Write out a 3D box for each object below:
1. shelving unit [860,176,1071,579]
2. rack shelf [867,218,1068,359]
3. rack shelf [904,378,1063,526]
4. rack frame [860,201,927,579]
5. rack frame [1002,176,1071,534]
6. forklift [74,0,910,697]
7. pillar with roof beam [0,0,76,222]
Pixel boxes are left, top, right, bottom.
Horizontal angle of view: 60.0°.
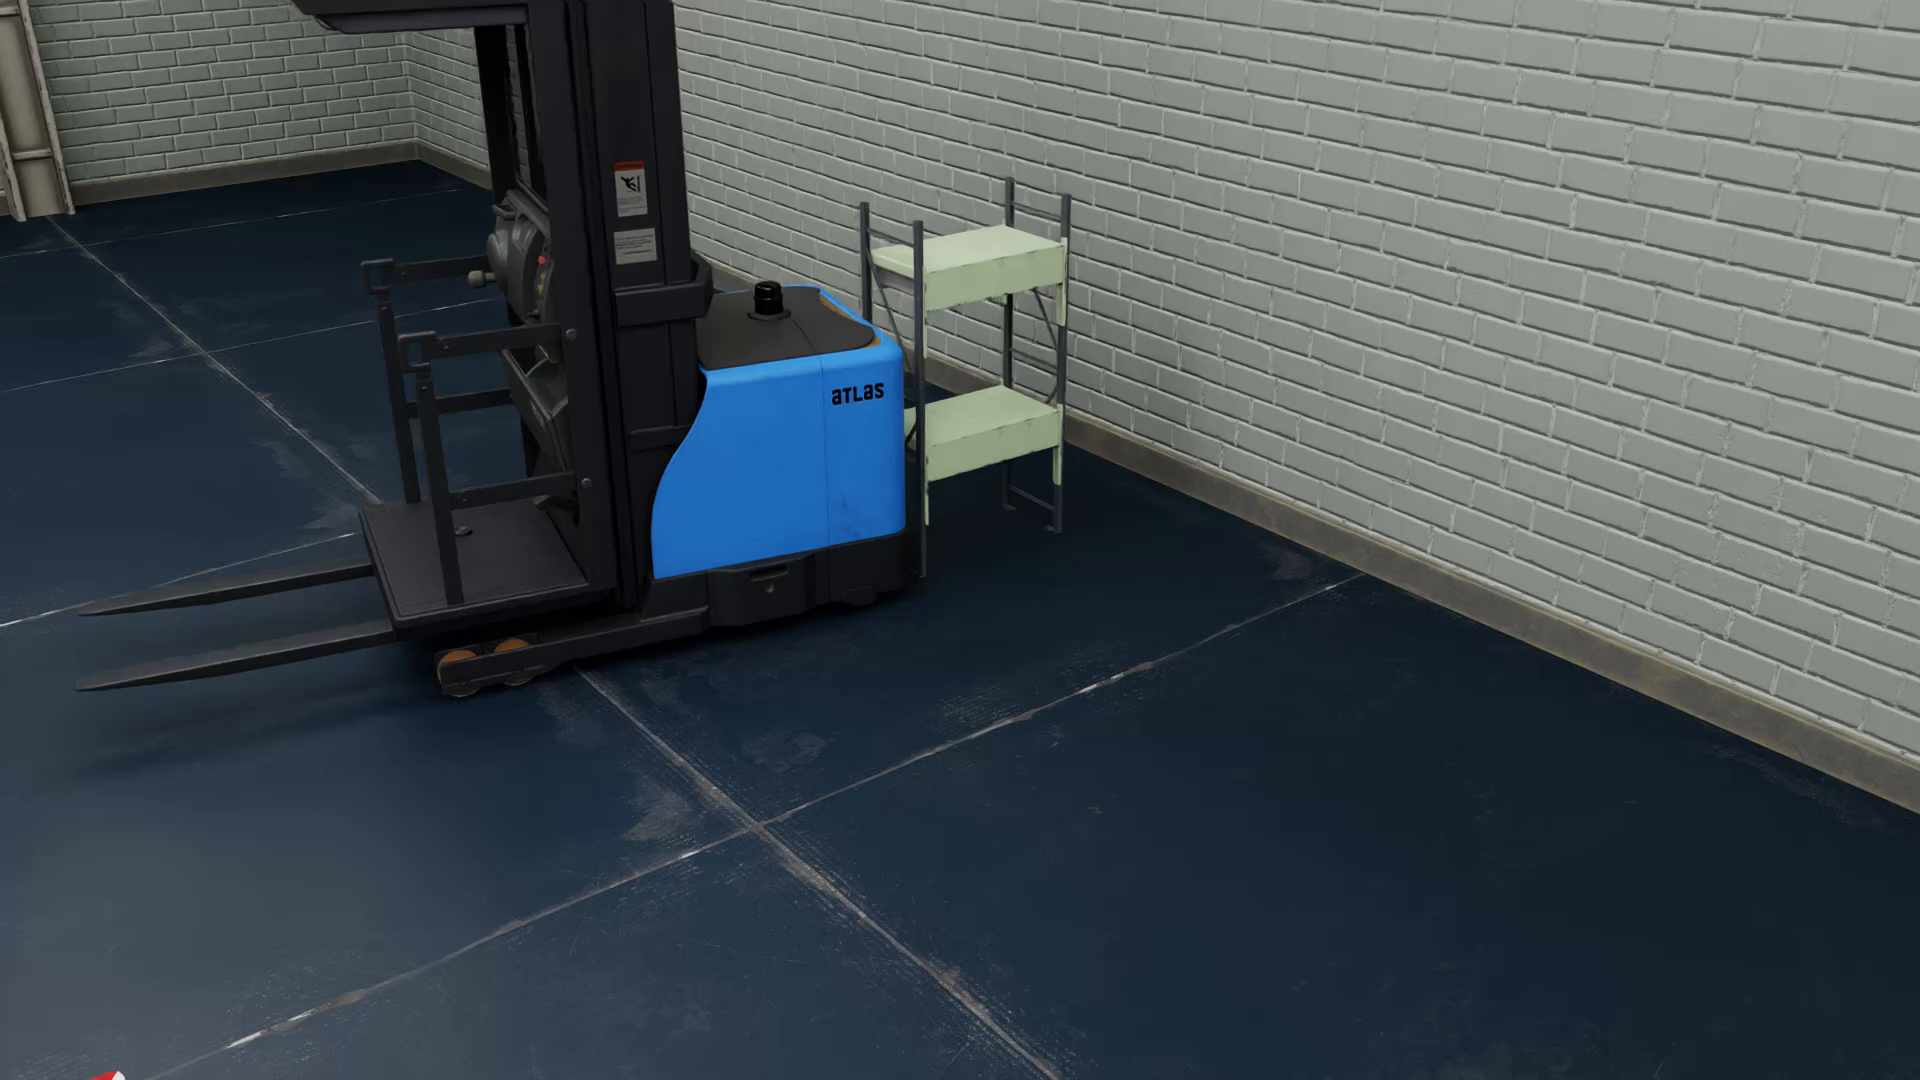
[{"bbox_3d":[0.026,-0.682,6.937,0.755,1.500,0.431,-17,30,-33],"label":"shelving unit"},{"bbox_3d":[0.026,-1.036,6.773,0.720,0.370,0.431,-17,30,-33],"label":"rack shelf"},{"bbox_3d":[0.026,-0.386,7.075,0.720,0.370,0.431,-17,30,-33],"label":"rack shelf"},{"bbox_3d":[-0.267,-0.589,6.738,0.023,1.500,0.400,-17,30,-33],"label":"rack frame"},{"bbox_3d":[0.319,-0.774,7.136,0.023,1.500,0.400,-17,30,-33],"label":"rack frame"},{"bbox_3d":[-1.762,-1.015,5.954,3.031,2.935,1.130,-11,27,-22],"label":"forklift"},{"bbox_3d":[-4.270,-5.121,7.594,0.400,9.000,9.100,-18,31,-34],"label":"pillar with roof beam"}]
